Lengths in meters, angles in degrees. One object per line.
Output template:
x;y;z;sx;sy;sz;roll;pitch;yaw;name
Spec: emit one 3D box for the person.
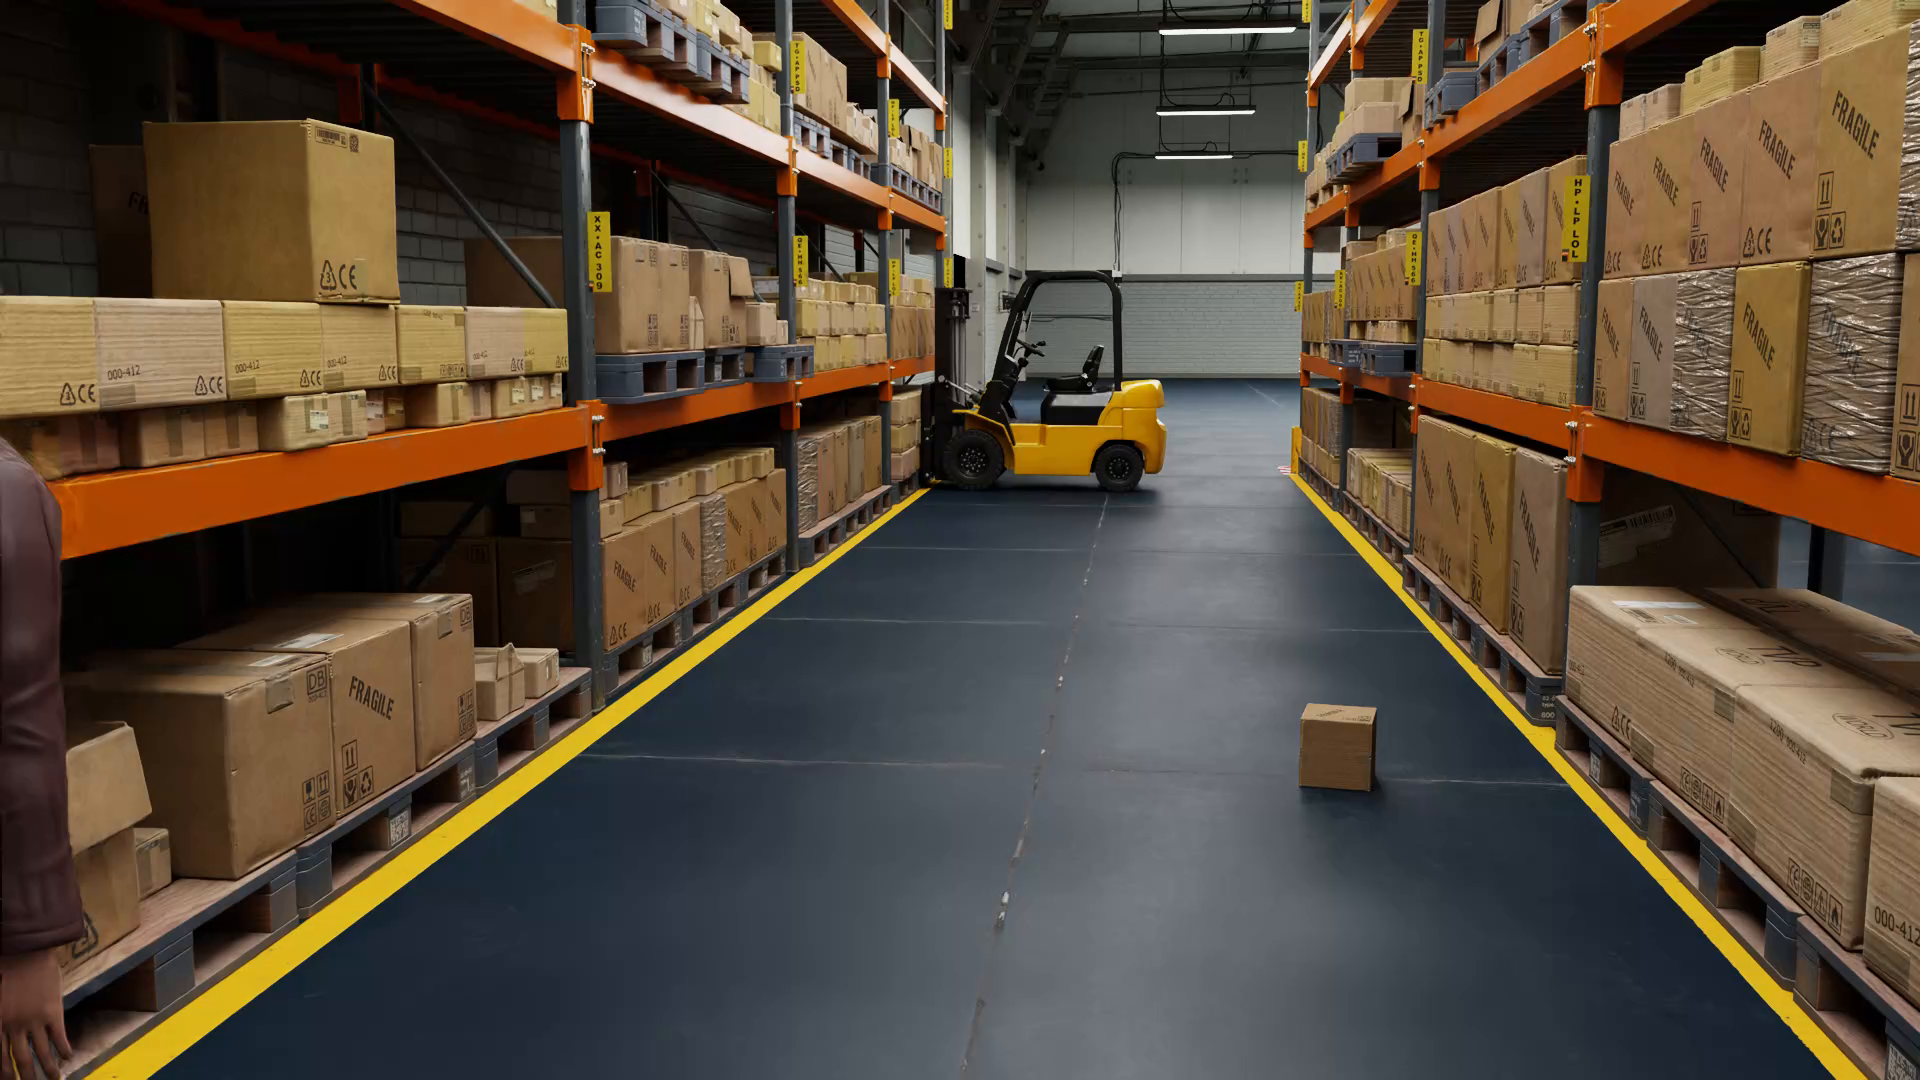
-1.334;0.468;2.171;0.615;1.752;0.843;6;10;41;person
